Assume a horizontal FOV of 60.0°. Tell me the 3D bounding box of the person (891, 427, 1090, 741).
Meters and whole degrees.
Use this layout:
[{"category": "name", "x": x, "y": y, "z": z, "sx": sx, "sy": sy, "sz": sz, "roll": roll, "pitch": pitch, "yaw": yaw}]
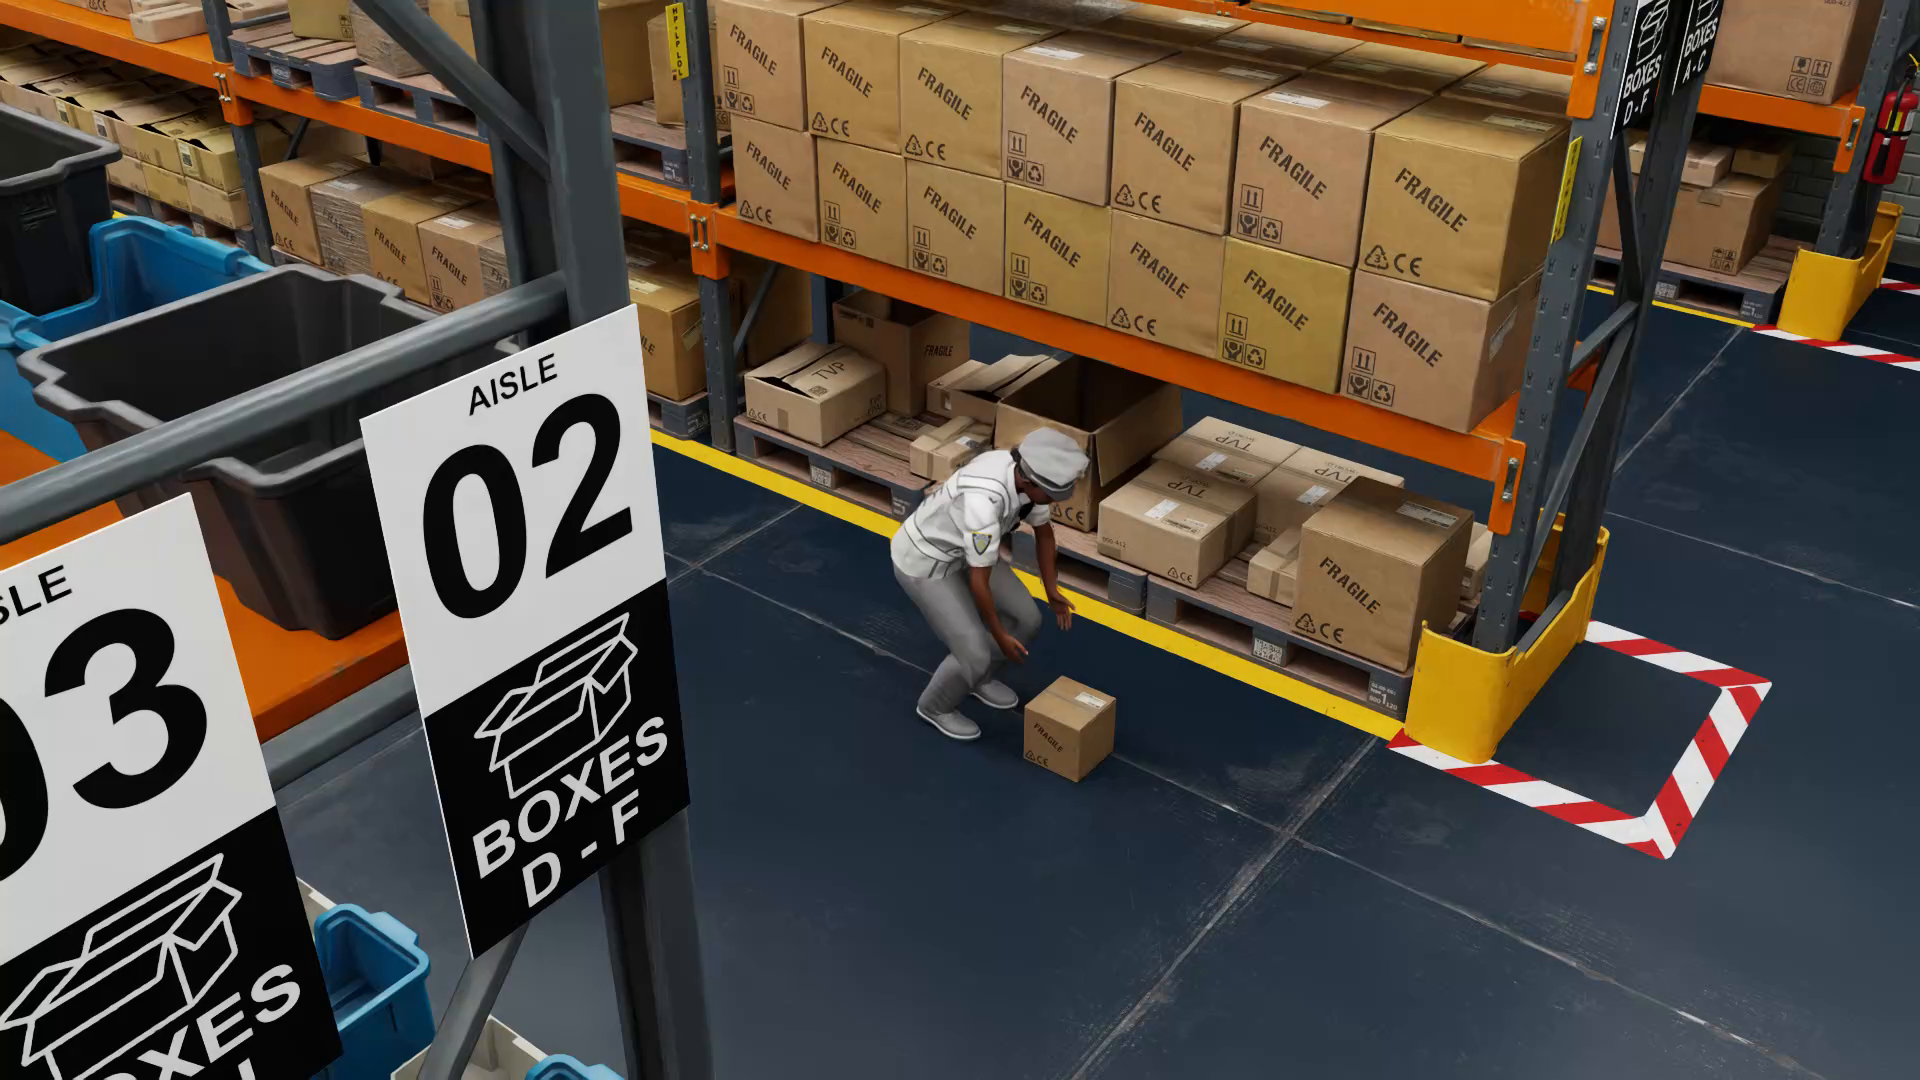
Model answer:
[{"category": "person", "x": 0.119, "y": 0.134, "z": 6.268, "sx": 0.756, "sy": 1.303, "sz": 0.499, "roll": 21, "pitch": 37, "yaw": 31}]
